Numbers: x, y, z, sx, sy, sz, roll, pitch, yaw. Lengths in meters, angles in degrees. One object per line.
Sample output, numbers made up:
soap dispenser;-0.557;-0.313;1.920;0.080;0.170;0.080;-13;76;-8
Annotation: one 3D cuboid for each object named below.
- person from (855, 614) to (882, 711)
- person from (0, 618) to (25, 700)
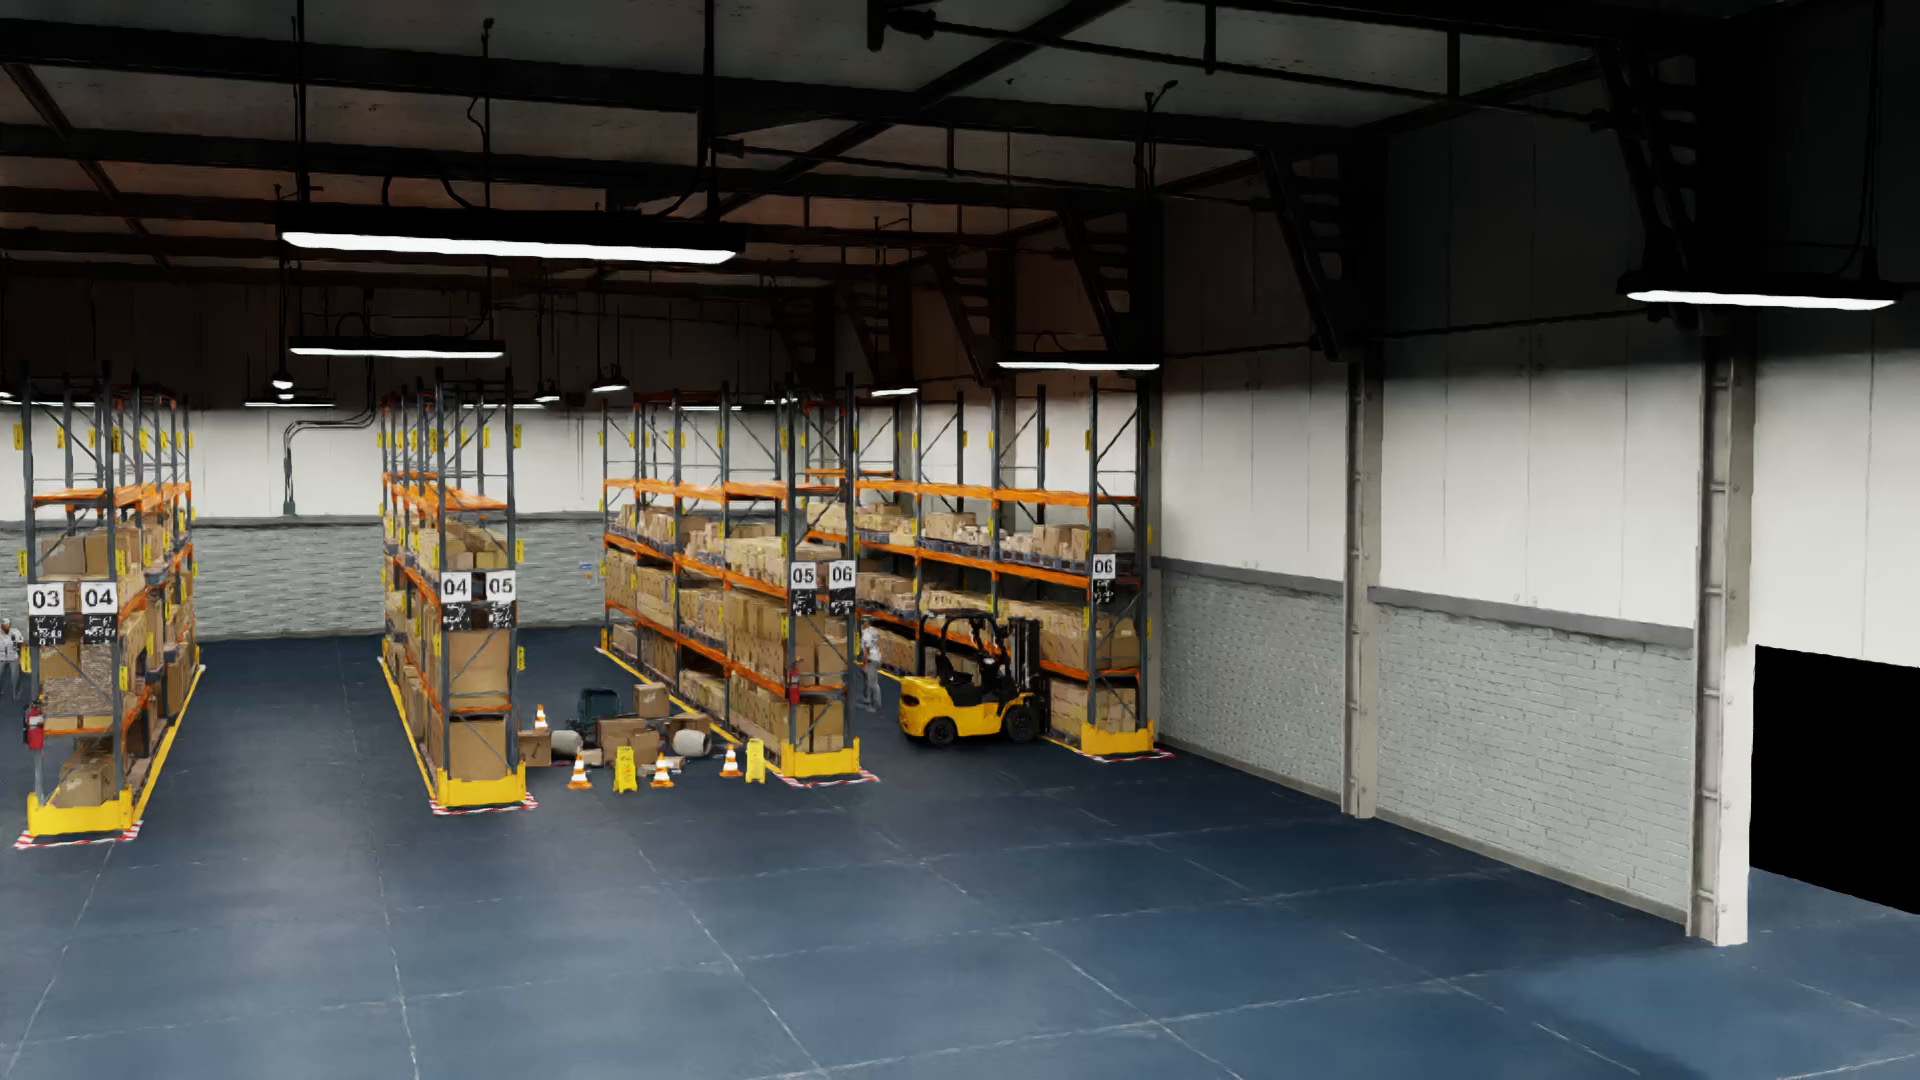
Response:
person;-1.718;2.257;30.868;0.586;1.748;0.653;0;3;7
person;-18.299;2.285;31.928;0.625;1.611;0.582;-2;4;-24
